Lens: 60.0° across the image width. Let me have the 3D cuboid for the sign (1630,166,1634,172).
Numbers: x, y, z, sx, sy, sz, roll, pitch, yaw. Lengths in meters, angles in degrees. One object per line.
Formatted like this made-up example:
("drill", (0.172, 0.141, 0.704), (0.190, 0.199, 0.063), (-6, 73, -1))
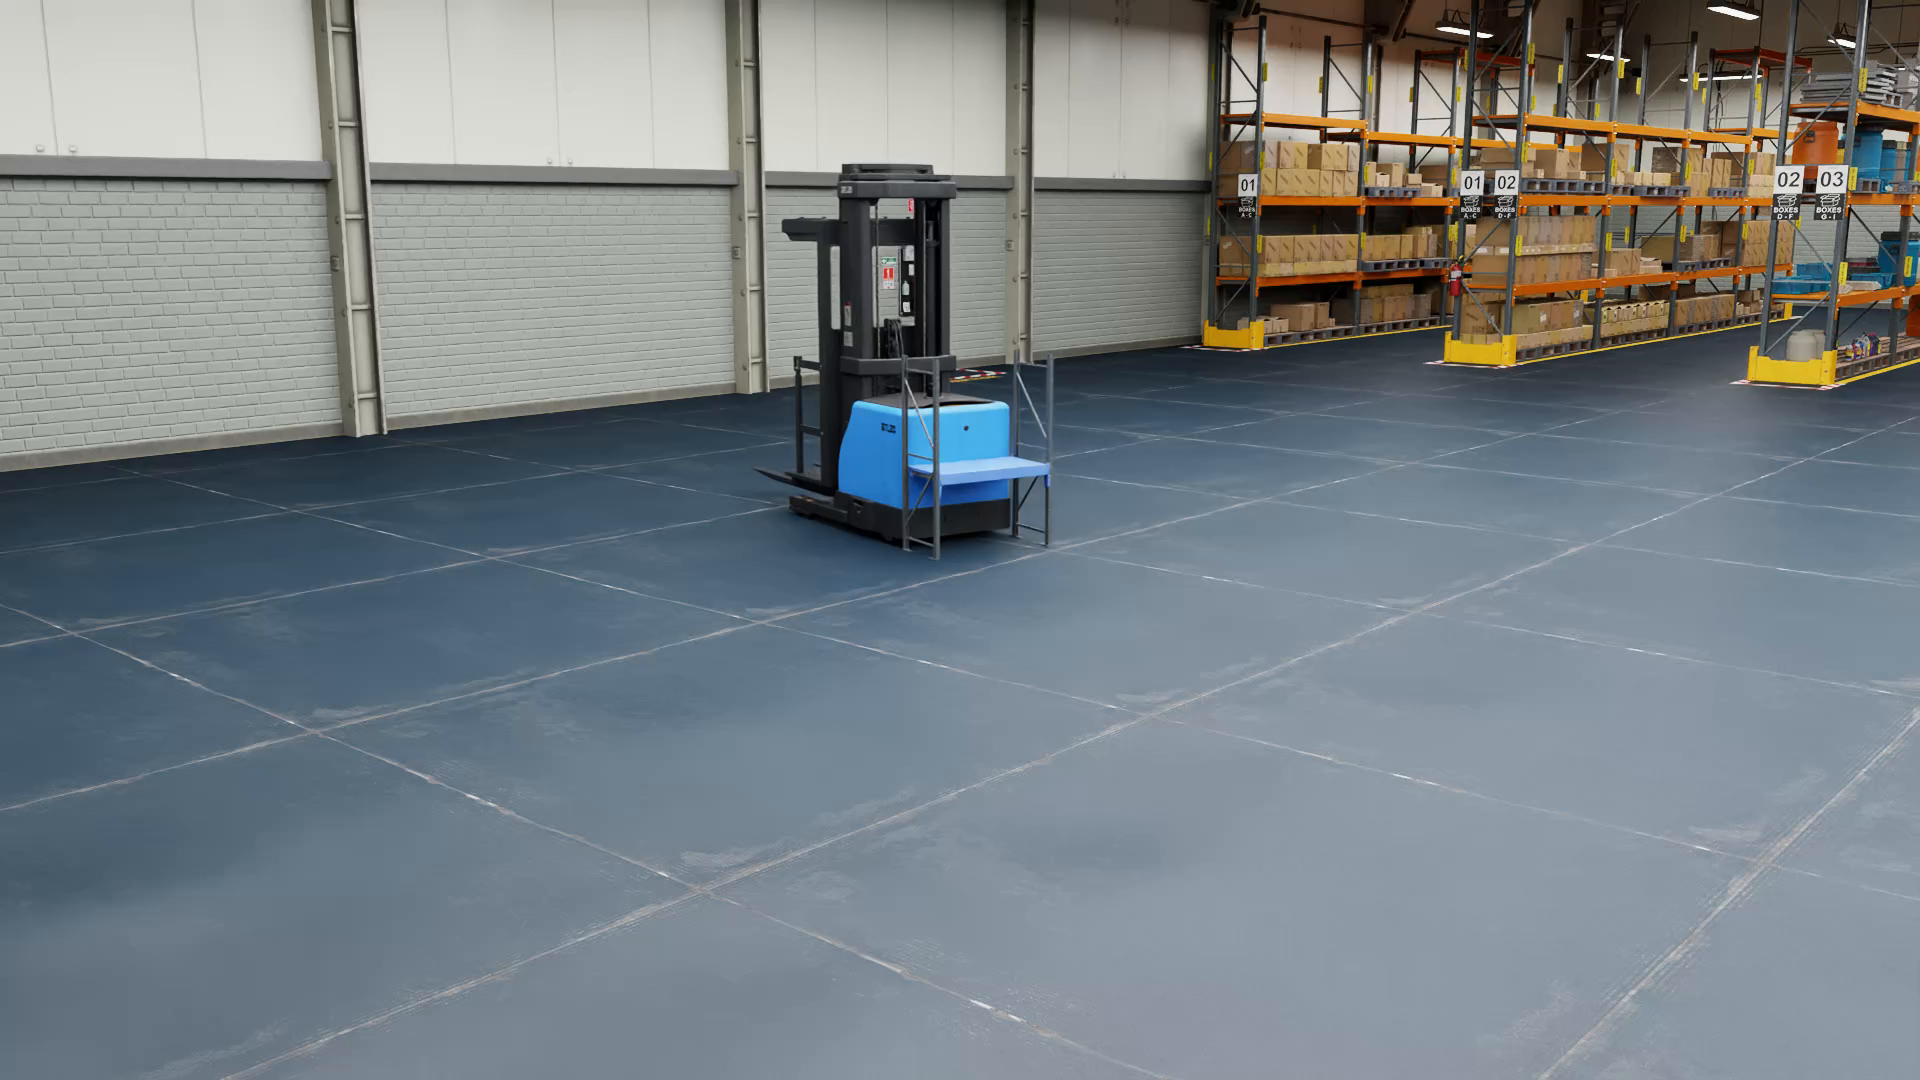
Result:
("sign", (13.738, -7.468, 33.965), (0.100, 0.325, 0.005), (10, 15, 40))

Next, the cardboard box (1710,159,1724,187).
("cardboard box", (15.972, -7.871, 35.718), (0.600, 0.600, 0.600), (10, 15, 40))

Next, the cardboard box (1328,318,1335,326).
("cardboard box", (7.449, -4.468, 34.035), (0.380, 0.166, 0.250), (7, 14, 33))

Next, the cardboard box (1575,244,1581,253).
("cardboard box", (10.977, -5.270, 30.028), (0.380, 0.149, 0.250), (10, 15, 40))

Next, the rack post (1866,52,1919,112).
("rack post", (16.457, -7.784, 28.700), (1.013, 1.000, 3.121), (10, 15, 40))

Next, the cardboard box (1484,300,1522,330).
("cardboard box", (9.643, -3.988, 29.552), (0.500, 0.500, 0.500), (10, 15, 40))

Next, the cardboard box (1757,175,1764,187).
("cardboard box", (17.621, -8.017, 37.142), (0.500, 0.250, 0.500), (10, 15, 40))

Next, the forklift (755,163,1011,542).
("forklift", (-0.808, -1.665, 14.062), (1.130, 2.935, 3.031), (-7, 13, -32))

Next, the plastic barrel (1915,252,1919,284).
("plastic barrel", (16.502, -4.731, 28.891), (0.433, 0.535, 0.433), (0, 11, 0))

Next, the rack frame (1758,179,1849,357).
("rack frame", (12.581, -3.855, 24.854), (1.000, 3.000, 0.127), (10, 15, 40))

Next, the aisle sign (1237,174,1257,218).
("aisle sign", (5.317, -6.361, 30.766), (0.394, 0.787, 0.004), (10, 15, 40))

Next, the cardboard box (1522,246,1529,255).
("cardboard box", (9.456, -4.932, 28.336), (0.380, 0.149, 0.250), (9, 15, 39))

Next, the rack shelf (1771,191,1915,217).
("rack shelf", (13.902, -5.268, 26.104), (1.077, 0.370, 4.000), (10, 15, 40))

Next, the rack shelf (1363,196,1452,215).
("rack shelf", (9.100, -7.137, 35.464), (1.077, 0.370, 4.000), (10, 15, 40))

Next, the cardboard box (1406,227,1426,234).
("cardboard box", (10.014, -6.792, 36.524), (0.380, 0.149, 0.250), (7, 13, 31))

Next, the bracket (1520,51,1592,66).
("bracket", (15.114, -12.218, 42.216), (0.076, 0.066, 4.783), (10, 15, 40))

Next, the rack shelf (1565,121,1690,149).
("rack shelf", (12.824, -7.772, 32.005), (1.077, 0.370, 4.000), (10, 15, 40))

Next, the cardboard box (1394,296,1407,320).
("cardboard box", (9.250, -5.053, 36.109), (0.700, 0.500, 0.500), (10, 15, 40))

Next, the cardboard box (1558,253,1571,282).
("cardboard box", (10.538, -4.916, 29.909), (0.700, 0.500, 0.500), (10, 15, 41))

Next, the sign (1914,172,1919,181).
("sign", (15.628, -5.846, 27.142), (0.100, 0.325, 0.005), (10, 15, 40))

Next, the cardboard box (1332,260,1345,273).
("cardboard box", (7.360, -5.480, 33.320), (0.500, 0.250, 0.500), (10, 15, 41))

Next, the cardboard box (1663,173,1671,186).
("cardboard box", (13.887, -7.202, 33.266), (0.500, 0.250, 0.500), (8, 14, 36))

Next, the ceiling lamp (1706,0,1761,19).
("ceiling lamp", (13.442, -10.519, 28.000), (0.800, 3.185, 2.000), (10, 15, 40))

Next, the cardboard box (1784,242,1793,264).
("cardboard box", (19.334, -6.798, 39.333), (0.500, 0.500, 0.500), (10, 15, 42))

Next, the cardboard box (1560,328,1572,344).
("cardboard box", (10.705, -3.698, 30.015), (0.500, 0.250, 0.500), (10, 15, 40))

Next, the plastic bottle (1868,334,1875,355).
("plastic bottle", (14.886, -3.200, 27.215), (0.144, 0.351, 0.185), (9, 14, 38))

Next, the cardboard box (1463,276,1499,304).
("cardboard box", (12.145, -5.810, 39.057), (0.750, 0.750, 0.750), (10, 15, 42))

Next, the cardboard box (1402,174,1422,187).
("cardboard box", (9.495, -7.666, 35.960), (0.637, 0.503, 0.797), (-10, 15, -40))

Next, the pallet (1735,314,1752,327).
("pallet", (17.238, -4.995, 37.681), (1.003, 0.211, 1.213), (10, 15, 40))

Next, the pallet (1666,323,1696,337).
("pallet", (14.665, -4.411, 34.755), (1.003, 0.211, 1.213), (10, 15, 40))

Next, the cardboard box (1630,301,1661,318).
("cardboard box", (13.645, -4.619, 33.197), (0.500, 0.311, 0.500), (9, 15, 39))

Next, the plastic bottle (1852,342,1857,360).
("plastic bottle", (14.175, -2.996, 26.366), (0.061, 0.283, 0.133), (10, 15, 41))

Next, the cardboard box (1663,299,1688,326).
("cardboard box", (14.659, -4.693, 34.308), (0.500, 0.500, 0.500), (11, 15, 43))

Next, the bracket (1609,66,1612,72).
("bracket", (17.374, -12.721, 44.738), (0.235, 0.232, 0.430), (10, 15, 40))

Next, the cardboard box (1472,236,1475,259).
("cardboard box", (11.614, -6.705, 38.056), (0.500, 0.500, 0.500), (10, 15, 40))

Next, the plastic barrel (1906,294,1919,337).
("plastic barrel", (18.172, -4.248, 31.290), (0.600, 0.830, 0.708), (10, 15, 40))

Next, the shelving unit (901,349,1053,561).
("shelving unit", (0.135, -0.671, 12.743), (1.048, 1.500, 0.538), (-7, 13, -31))

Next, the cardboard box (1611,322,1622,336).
("cardboard box", (12.294, -4.044, 31.751), (0.500, 0.250, 0.500), (10, 15, 42))

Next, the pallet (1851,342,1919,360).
("pallet", (16.516, -3.377, 29.580), (1.003, 0.211, 1.213), (10, 15, 40))

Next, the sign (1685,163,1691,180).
("sign", (14.555, -7.363, 33.239), (0.100, 0.325, 0.005), (10, 15, 40))

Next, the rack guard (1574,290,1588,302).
("rack guard", (15.717, -6.268, 43.316), (1.175, 0.500, 0.348), (10, 15, 40))

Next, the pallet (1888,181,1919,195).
("pallet", (14.819, -5.703, 26.931), (1.213, 0.211, 1.003), (10, 15, 40))

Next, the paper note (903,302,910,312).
("paper note", (-0.838, -3.660, 26.128), (0.016, 0.148, 0.142), (10, 15, 40))

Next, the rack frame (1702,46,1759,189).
("rack frame", (16.784, -9.203, 36.315), (1.000, 3.000, 0.127), (10, 15, 40))

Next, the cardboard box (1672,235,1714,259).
("cardboard box", (15.897, -6.366, 36.100), (0.500, 0.500, 0.700), (-9, 15, -39))

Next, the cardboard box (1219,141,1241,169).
("cardboard box", (5.228, -7.253, 31.351), (0.500, 0.500, 0.500), (11, 15, 43))

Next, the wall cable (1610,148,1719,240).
("wall cable", (19.703, -9.695, 46.705), (3.097, 2.526, 0.112), (10, 15, 40))

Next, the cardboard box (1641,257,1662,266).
("cardboard box", (13.871, -5.582, 33.725), (0.500, 0.311, 0.500), (11, 16, 44))

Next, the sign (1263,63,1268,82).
("sign", (5.547, -8.505, 30.229), (0.100, 0.325, 0.005), (10, 15, 40))

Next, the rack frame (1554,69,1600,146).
("rack frame", (15.701, -10.432, 42.466), (1.000, 3.000, 0.127), (10, 15, 40))

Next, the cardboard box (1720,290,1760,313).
("cardboard box", (18.021, -5.530, 38.492), (0.797, 0.503, 0.637), (10, 15, 40))

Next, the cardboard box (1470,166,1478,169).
("cardboard box", (11.383, -8.292, 38.031), (0.700, 0.500, 0.500), (11, 16, 43))

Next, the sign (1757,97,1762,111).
("sign", (19.017, -10.359, 39.514), (0.100, 0.325, 0.005), (10, 15, 40))

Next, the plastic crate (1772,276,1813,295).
("plastic crate", (12.687, -3.895, 25.431), (0.499, 0.251, 0.616), (10, 15, 40))
